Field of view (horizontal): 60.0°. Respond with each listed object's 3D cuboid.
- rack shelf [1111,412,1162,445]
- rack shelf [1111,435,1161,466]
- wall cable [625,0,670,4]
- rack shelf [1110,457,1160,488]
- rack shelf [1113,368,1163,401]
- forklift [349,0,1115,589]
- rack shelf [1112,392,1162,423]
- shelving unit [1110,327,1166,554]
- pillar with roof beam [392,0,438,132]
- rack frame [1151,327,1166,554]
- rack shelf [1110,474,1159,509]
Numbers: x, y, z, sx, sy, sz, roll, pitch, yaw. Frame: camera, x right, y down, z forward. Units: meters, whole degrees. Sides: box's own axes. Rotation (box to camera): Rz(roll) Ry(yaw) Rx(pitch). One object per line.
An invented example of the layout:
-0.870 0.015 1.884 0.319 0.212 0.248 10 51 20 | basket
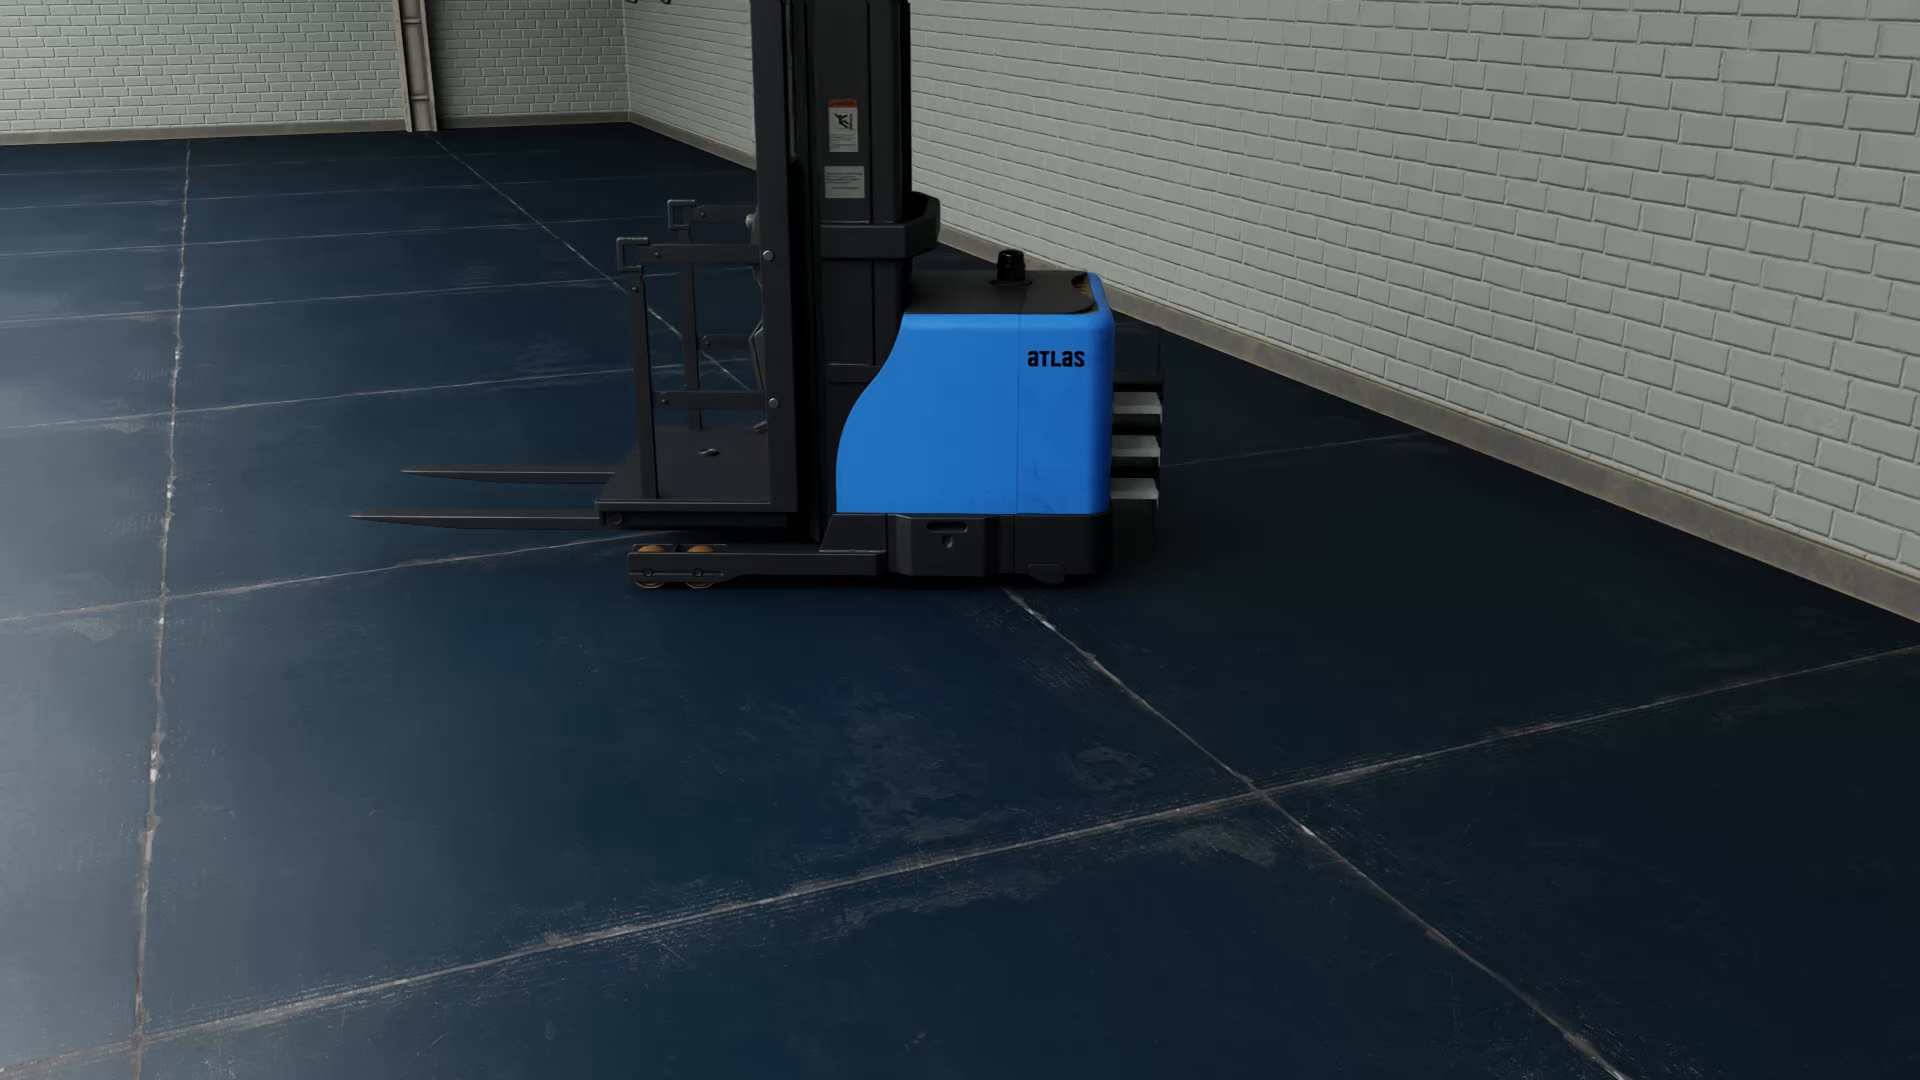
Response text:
0.712 -0.461 6.806 0.200 0.077 0.258 0 19 1 | rack shelf
0.712 -0.376 6.836 0.200 0.077 0.258 0 19 1 | rack shelf
-4.334 -8.520 22.346 0.112 2.526 3.097 -8 21 -22 | wall cable
0.712 -0.291 6.866 0.200 0.077 0.258 0 19 1 | rack shelf
0.712 -0.631 6.746 0.200 0.077 0.258 0 19 1 | rack shelf
-0.914 -1.366 6.488 3.031 2.935 1.130 0 19 1 | forklift
0.712 -0.546 6.776 0.200 0.077 0.258 0 19 1 | rack shelf
0.712 -0.408 6.825 0.210 0.900 0.258 0 19 1 | shelving unit
-5.858 -8.688 18.147 0.400 9.000 9.100 -8 21 -22 | pillar with roof beam
0.813 -0.407 6.823 0.006 0.900 0.240 0 19 1 | rack frame
0.712 -0.206 6.896 0.200 0.077 0.258 0 19 1 | rack shelf
